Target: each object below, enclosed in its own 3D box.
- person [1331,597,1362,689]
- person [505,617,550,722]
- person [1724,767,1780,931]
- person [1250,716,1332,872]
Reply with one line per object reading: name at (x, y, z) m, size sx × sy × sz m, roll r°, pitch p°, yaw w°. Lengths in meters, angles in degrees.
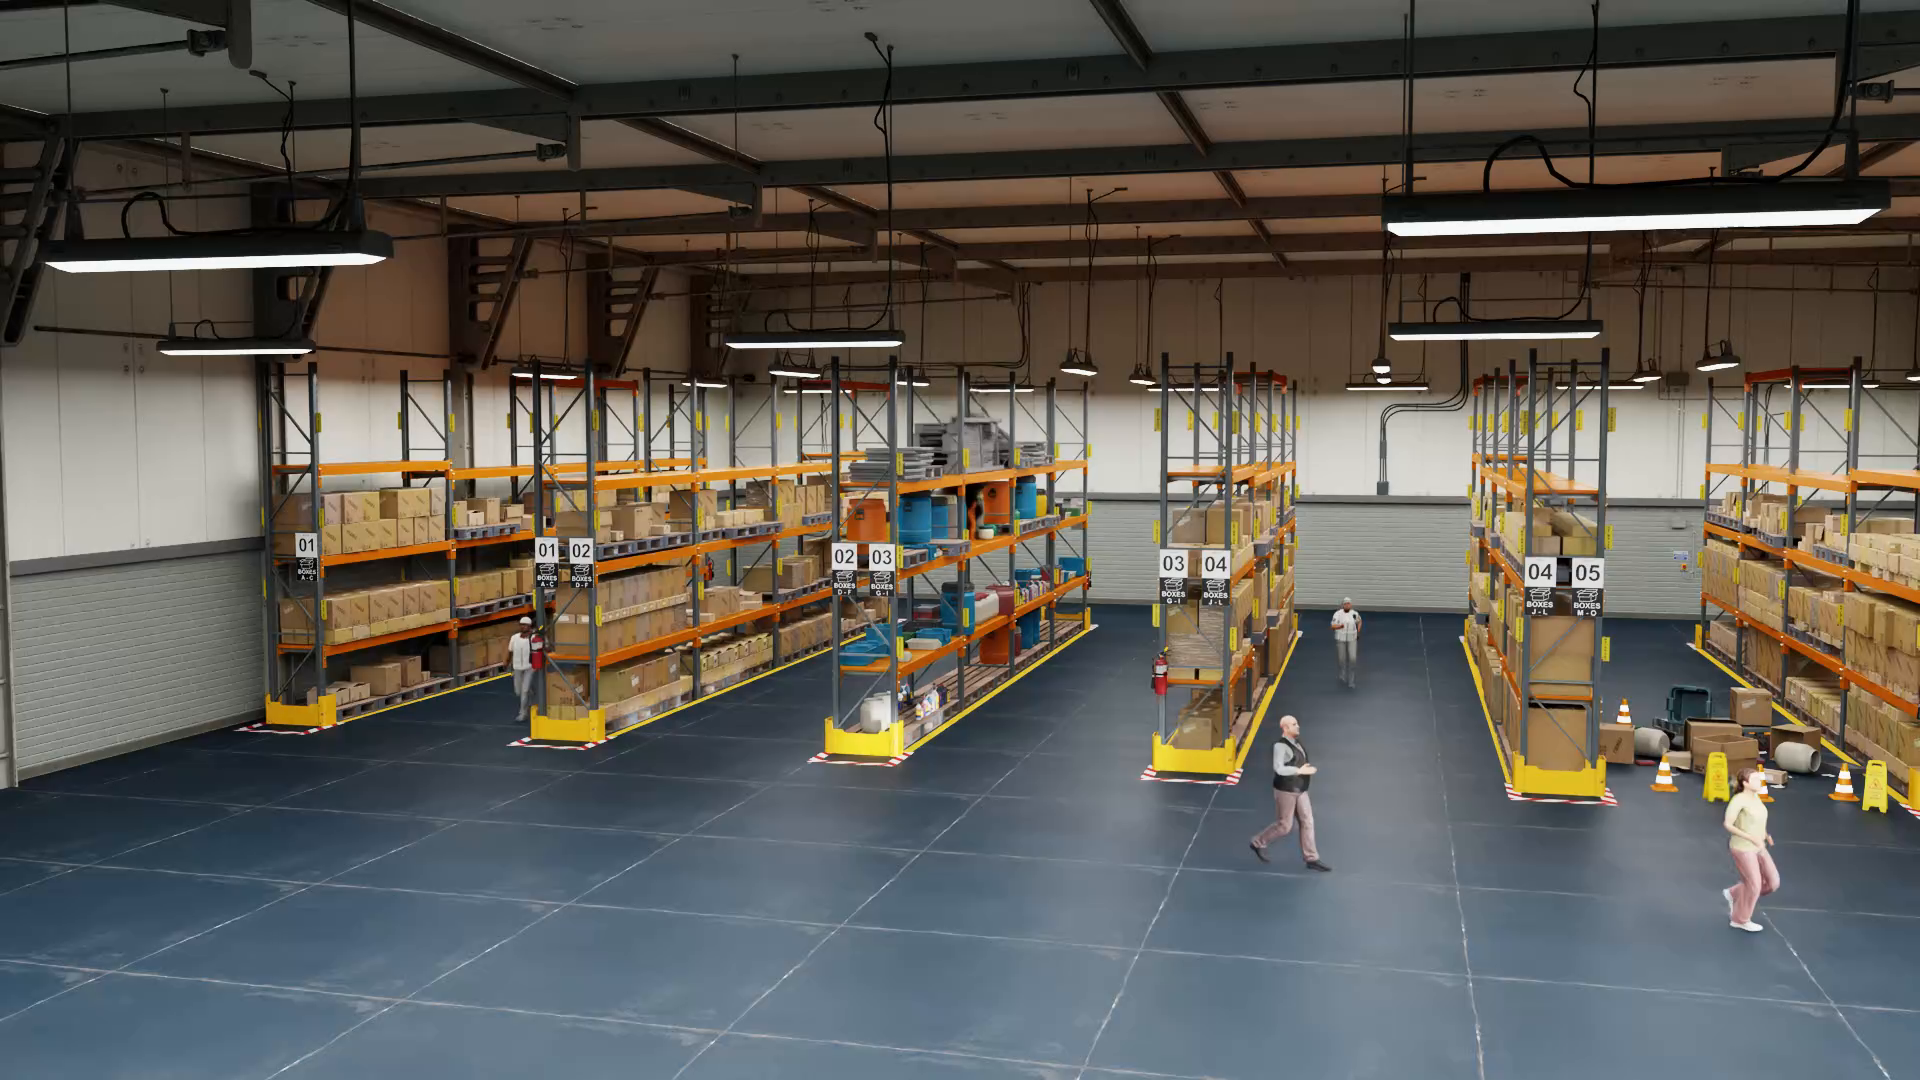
person at (7.349, 1.950, 31.633) m, size 0.585 × 1.719 × 0.708 m, roll 1°, pitch 4°, yaw 10°
person at (-7.320, 2.164, 28.097) m, size 0.700 × 1.739 × 0.801 m, roll 0°, pitch 4°, yaw 7°
person at (7.752, 3.035, 16.365) m, size 0.558 × 1.624 × 0.533 m, roll -3°, pitch 5°, yaw -34°
person at (3.694, 2.805, 18.522) m, size 0.947 × 1.697 × 0.667 m, roll 3°, pitch 5°, yaw 38°
